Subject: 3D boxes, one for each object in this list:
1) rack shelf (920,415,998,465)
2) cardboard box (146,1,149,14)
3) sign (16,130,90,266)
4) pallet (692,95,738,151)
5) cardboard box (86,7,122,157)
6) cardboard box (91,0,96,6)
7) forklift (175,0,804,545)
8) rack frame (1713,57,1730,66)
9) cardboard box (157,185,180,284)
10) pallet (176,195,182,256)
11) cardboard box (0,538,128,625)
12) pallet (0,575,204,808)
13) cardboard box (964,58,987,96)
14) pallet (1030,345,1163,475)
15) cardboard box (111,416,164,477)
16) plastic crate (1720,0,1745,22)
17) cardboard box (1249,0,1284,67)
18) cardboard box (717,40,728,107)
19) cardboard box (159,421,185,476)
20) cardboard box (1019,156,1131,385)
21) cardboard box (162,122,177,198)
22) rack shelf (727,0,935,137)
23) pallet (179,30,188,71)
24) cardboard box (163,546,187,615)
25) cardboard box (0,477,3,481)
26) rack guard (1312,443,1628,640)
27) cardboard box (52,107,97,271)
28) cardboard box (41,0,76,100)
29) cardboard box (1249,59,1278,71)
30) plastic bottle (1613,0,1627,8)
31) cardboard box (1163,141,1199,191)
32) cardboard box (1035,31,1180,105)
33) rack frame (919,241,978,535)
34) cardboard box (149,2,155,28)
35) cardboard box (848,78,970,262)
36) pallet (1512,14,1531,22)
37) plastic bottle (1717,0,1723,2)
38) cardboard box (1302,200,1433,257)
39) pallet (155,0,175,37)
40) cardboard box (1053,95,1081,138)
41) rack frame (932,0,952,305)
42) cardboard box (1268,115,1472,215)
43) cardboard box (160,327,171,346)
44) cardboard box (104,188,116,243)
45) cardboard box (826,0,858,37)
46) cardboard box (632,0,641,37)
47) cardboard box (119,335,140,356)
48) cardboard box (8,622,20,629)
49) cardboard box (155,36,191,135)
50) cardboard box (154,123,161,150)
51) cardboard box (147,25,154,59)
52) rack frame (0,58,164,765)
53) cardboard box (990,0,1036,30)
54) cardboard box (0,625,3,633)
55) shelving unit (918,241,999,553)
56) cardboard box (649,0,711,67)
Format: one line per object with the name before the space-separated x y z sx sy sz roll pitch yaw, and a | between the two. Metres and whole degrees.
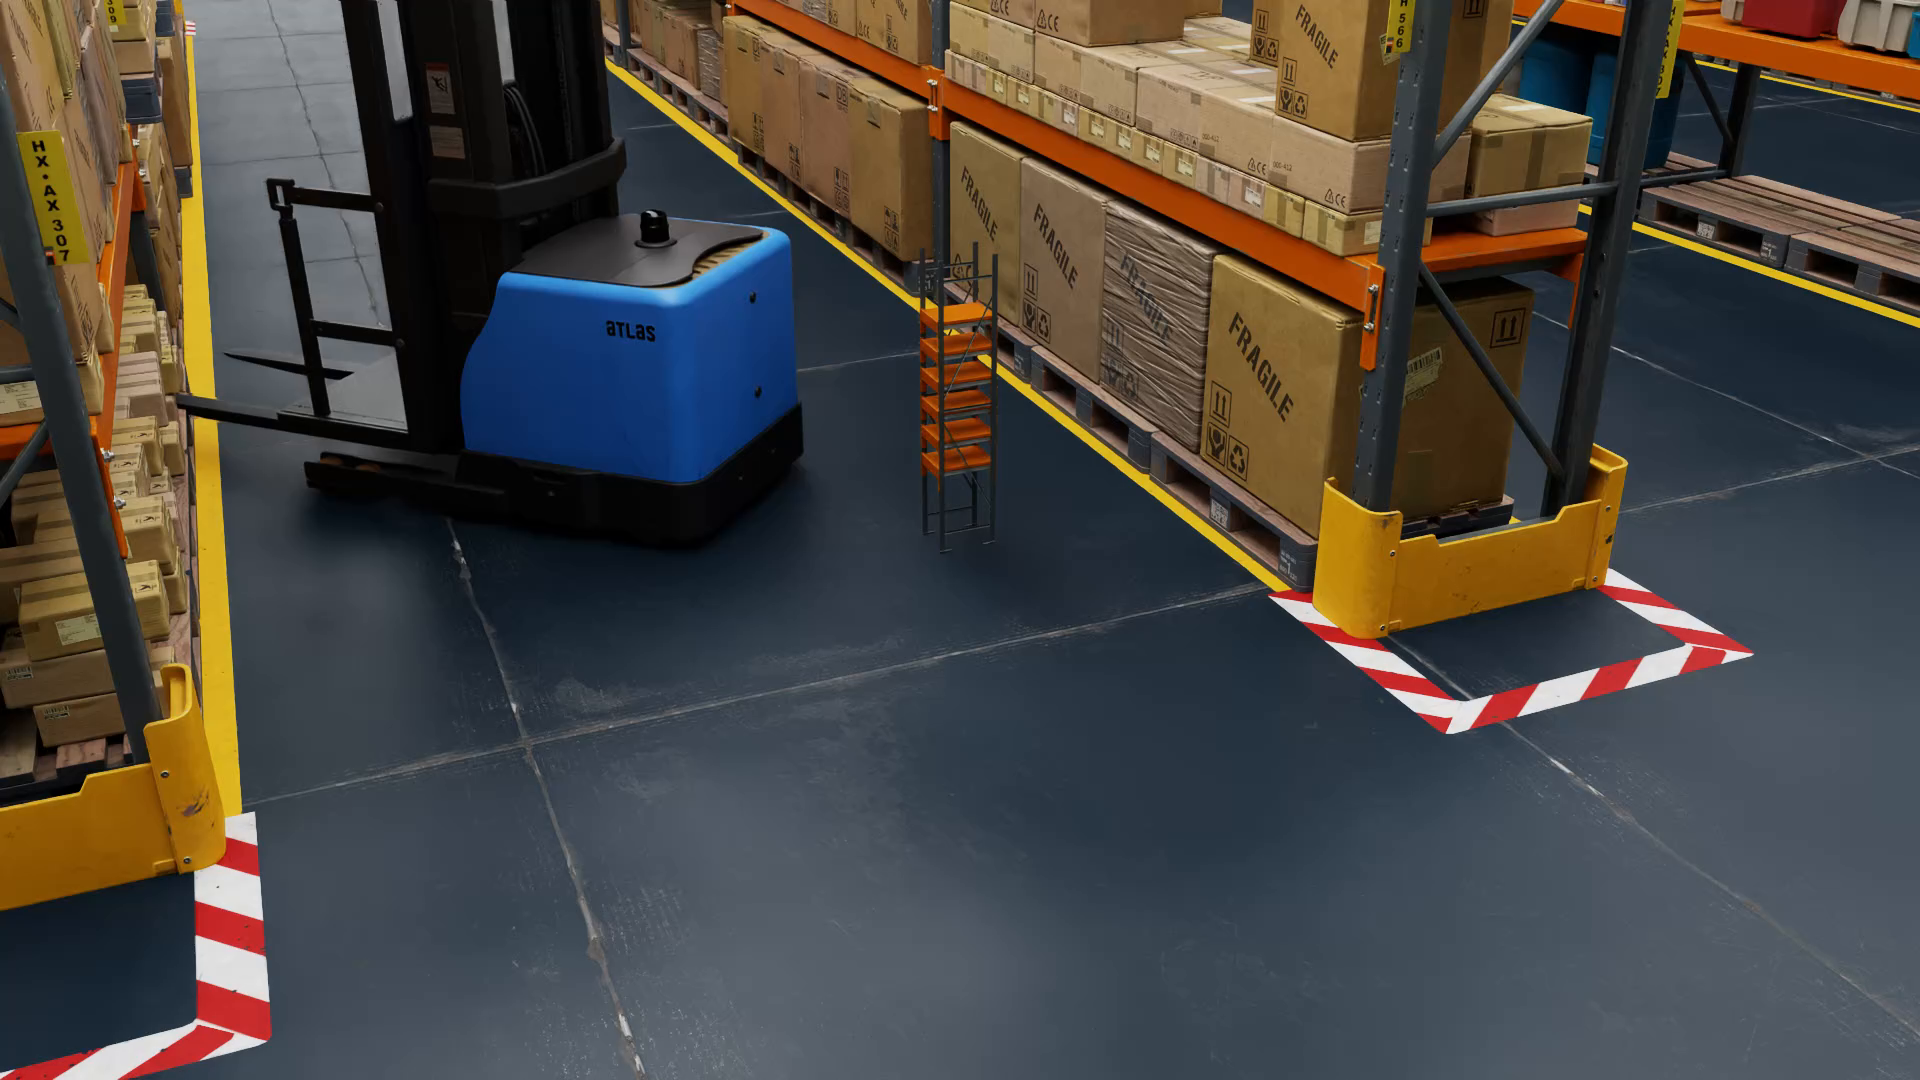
rack shelf | -0.006 -0.397 6.571 0.258 0.103 0.180 -11 28 -21
cardboard box | -4.310 -2.722 8.375 0.380 0.149 0.250 -12 28 -23
sign | -2.206 -0.829 4.042 0.100 0.325 0.005 -11 28 -21
pallet | -1.539 -3.450 13.575 1.003 0.211 1.213 -11 28 -21
cardboard box | -3.620 -1.783 6.530 0.500 0.500 0.500 -11 28 -22
cardboard box | -3.839 -2.446 6.748 0.500 0.500 0.500 -12 28 -22
forklift | -2.267 -1.685 6.860 3.031 2.935 1.130 9 27 18
rack frame | 7.882 -6.088 15.800 1.000 3.000 0.127 -11 28 -21
cardboard box | -4.526 -1.584 8.945 0.500 0.500 0.500 -9 28 -18
pallet | -5.533 -2.007 10.620 1.003 0.211 1.213 -11 28 -21
cardboard box | -2.816 0.118 5.182 0.380 0.149 0.250 -10 28 -20
pallet | -3.021 0.542 5.399 1.003 0.211 1.213 -11 28 -21
cardboard box | 0.244 -2.377 8.486 0.380 0.149 0.250 -12 28 -22
pallet | 1.039 -0.706 7.955 1.003 0.211 1.213 -11 28 -21
cardboard box | -3.131 -0.319 6.077 0.380 0.149 0.250 -10 28 -20
plastic crate | 4.940 -3.320 10.362 0.396 0.136 0.243 -11 28 -21
cardboard box | 1.554 -2.211 6.837 0.500 0.500 0.500 -11 28 -22
cardboard box | -1.516 -3.729 13.316 0.700 0.500 0.500 -12 29 -23
cardboard box | -3.399 -0.351 6.821 0.380 0.149 0.250 -11 28 -21
cardboard box | 0.869 -1.363 8.066 0.875 0.875 0.875 -11 28 -21
cardboard box | -5.340 -2.421 10.659 0.500 0.500 0.500 -11 28 -21
rack shelf | -0.451 -3.257 10.821 1.077 0.370 4.000 -11 28 -21
pallet | -8.112 -4.751 16.241 1.003 0.211 1.213 -11 28 -21
cardboard box | -2.896 0.167 5.760 0.380 0.149 0.250 -10 28 -20
cardboard box | -3.610 -0.225 5.885 0.380 0.149 0.250 -12 28 -22
rack guard | 1.908 -0.025 6.231 1.175 0.500 0.348 -11 28 -21
cardboard box | -2.860 -0.965 4.855 0.500 0.500 0.500 -11 28 -20
cardboard box | -3.023 -1.617 5.051 0.500 0.500 0.500 -11 28 -22
cardboard box | 1.556 -1.876 7.006 0.500 0.250 0.500 -12 28 -22
plastic bottle | 4.437 -3.671 10.992 0.152 0.276 0.135 -11 28 -21
cardboard box | 1.054 -1.544 6.780 0.380 0.149 0.250 -11 28 -22
cardboard box | 0.673 -2.194 7.657 0.500 0.250 0.500 -10 28 -19
rack frame | -0.042 -0.582 6.574 0.240 1.200 0.006 -11 28 -21
cardboard box | -4.519 -2.801 8.876 0.380 0.149 0.250 -11 28 -22
cardboard box | 0.063 -2.261 9.906 1.225 0.875 0.875 -10 28 -20
pallet | 6.640 -6.159 19.124 1.003 0.211 1.213 -11 28 -21
plastic bottle | 5.138 -3.792 11.232 0.061 0.283 0.133 -11 28 -21
cardboard box | 1.456 -1.132 5.936 0.380 0.149 0.250 -10 28 -20
pallet | -5.461 -3.220 10.145 1.213 0.211 1.003 -11 28 -21
cardboard box | 0.650 -1.960 7.632 0.380 0.149 0.250 -10 28 -20
rack frame | 0.332 -2.772 9.010 1.000 3.000 0.127 -11 28 -21
cardboard box | 1.464 -1.374 5.977 0.500 0.250 0.500 -11 28 -21
cardboard box | -3.738 -0.823 7.448 0.380 0.149 0.250 -12 28 -23
cardboard box | -3.266 -1.154 5.982 0.380 0.149 0.250 -10 28 -20
cardboard box | -0.501 -3.370 10.119 0.500 0.500 0.500 -11 28 -21
cardboard box | -2.921 -5.236 16.425 0.500 0.500 0.500 -11 28 -22
cardboard box | -3.622 -0.723 6.905 0.380 0.149 0.250 -10 28 -19
cardboard box | -2.907 0.153 5.450 0.380 0.149 0.250 -10 28 -20
cardboard box | -6.339 -3.367 12.313 1.050 0.750 0.750 -10 28 -20
cardboard box | -4.937 -2.337 9.634 0.500 0.250 0.500 -10 28 -19
cardboard box | -4.117 -2.386 8.025 0.380 0.149 0.250 -10 28 -20
rack frame | -2.705 -0.346 4.040 1.000 3.000 0.127 -11 28 -21
cardboard box | 0.470 -2.738 7.917 0.500 0.500 0.500 -11 28 -21
cardboard box | -3.430 0.264 5.561 0.380 0.149 0.250 -10 28 -20
shelving unit | -0.006 -0.545 6.499 0.258 1.200 0.189 -11 28 -21
cardboard box | -2.411 -4.629 15.160 0.700 0.500 0.500 -11 28 -21
